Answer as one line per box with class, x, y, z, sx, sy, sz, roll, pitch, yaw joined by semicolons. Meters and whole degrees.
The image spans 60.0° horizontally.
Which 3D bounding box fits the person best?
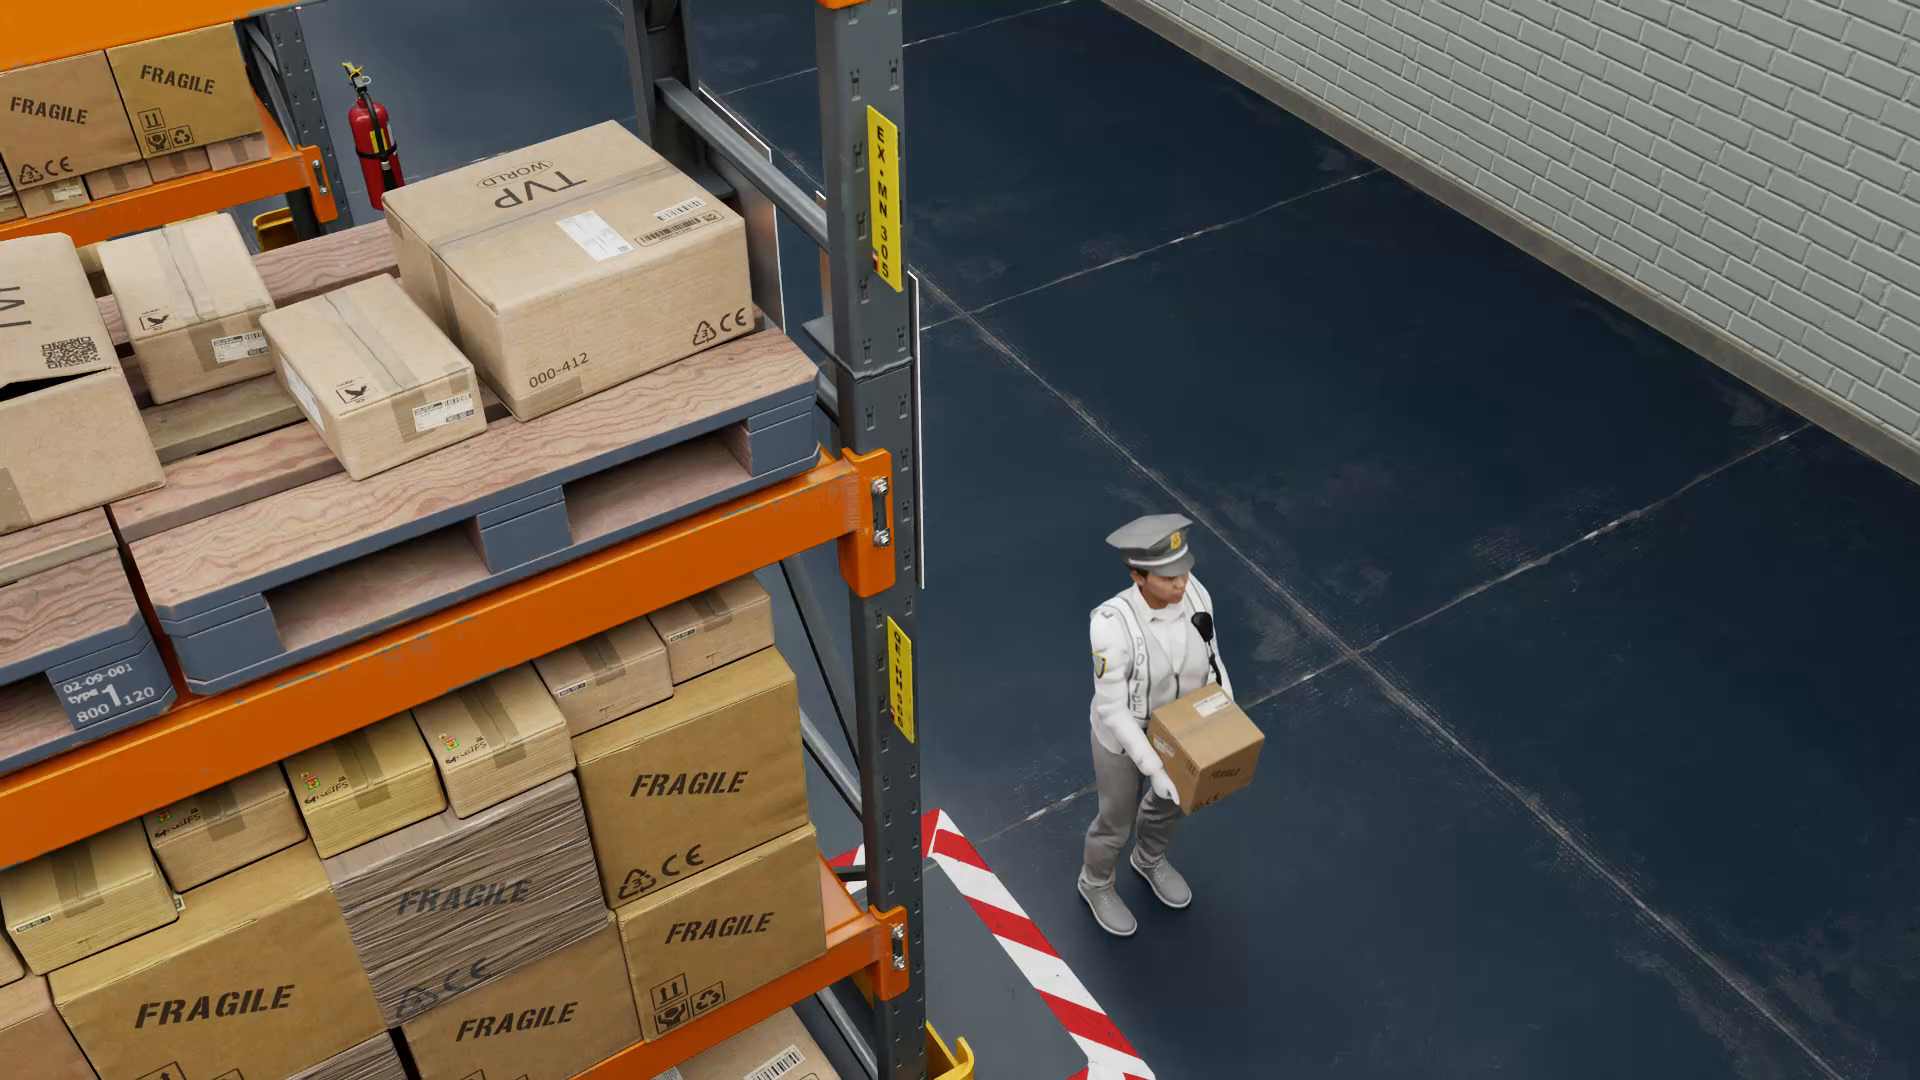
person;0.644;0.655;5.387;0.459;1.686;0.556;-22;46;-23
